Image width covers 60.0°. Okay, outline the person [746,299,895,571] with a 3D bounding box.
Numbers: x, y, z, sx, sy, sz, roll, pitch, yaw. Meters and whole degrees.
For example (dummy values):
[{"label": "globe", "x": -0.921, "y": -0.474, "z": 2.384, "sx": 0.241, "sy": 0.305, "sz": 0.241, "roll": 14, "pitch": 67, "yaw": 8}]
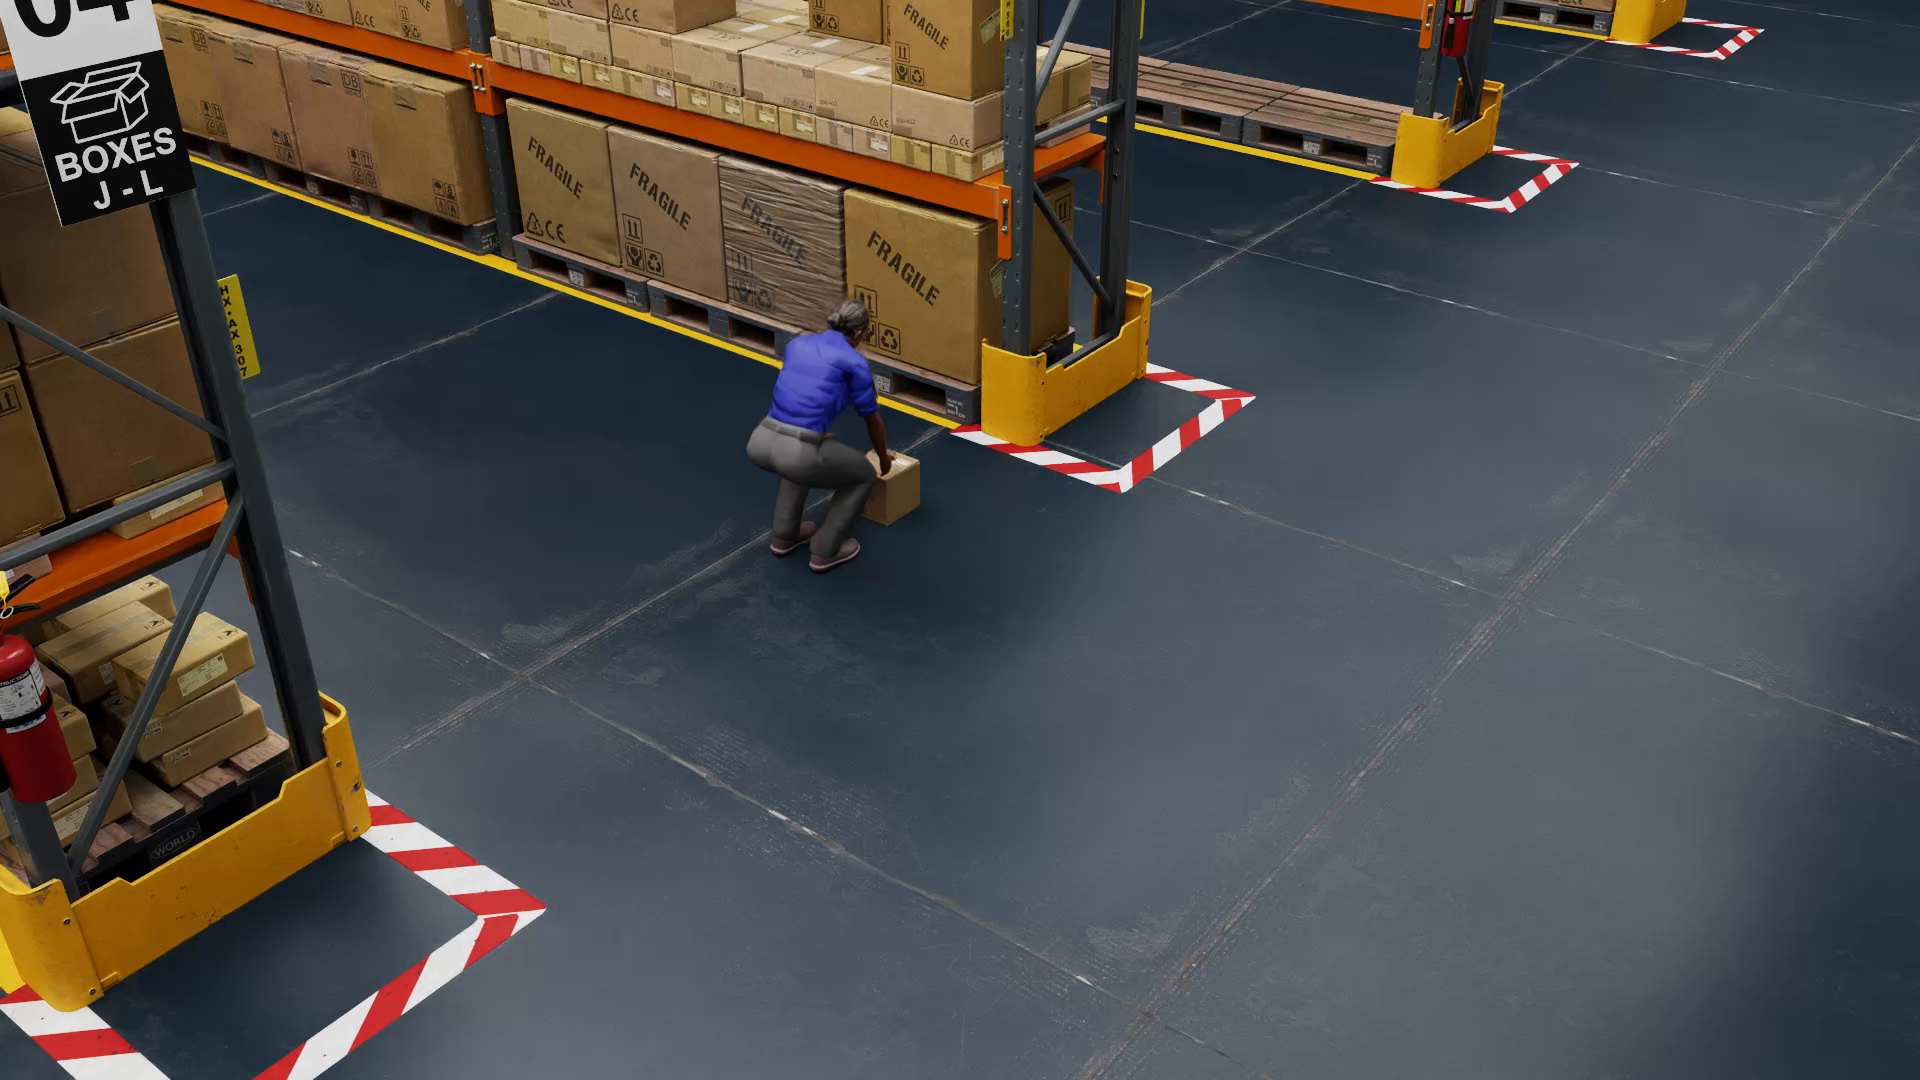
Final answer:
[{"label": "person", "x": -0.642, "y": -0.462, "z": 7.445, "sx": 0.498, "sy": 1.106, "sz": 0.749, "roll": 21, "pitch": 37, "yaw": 31}]
